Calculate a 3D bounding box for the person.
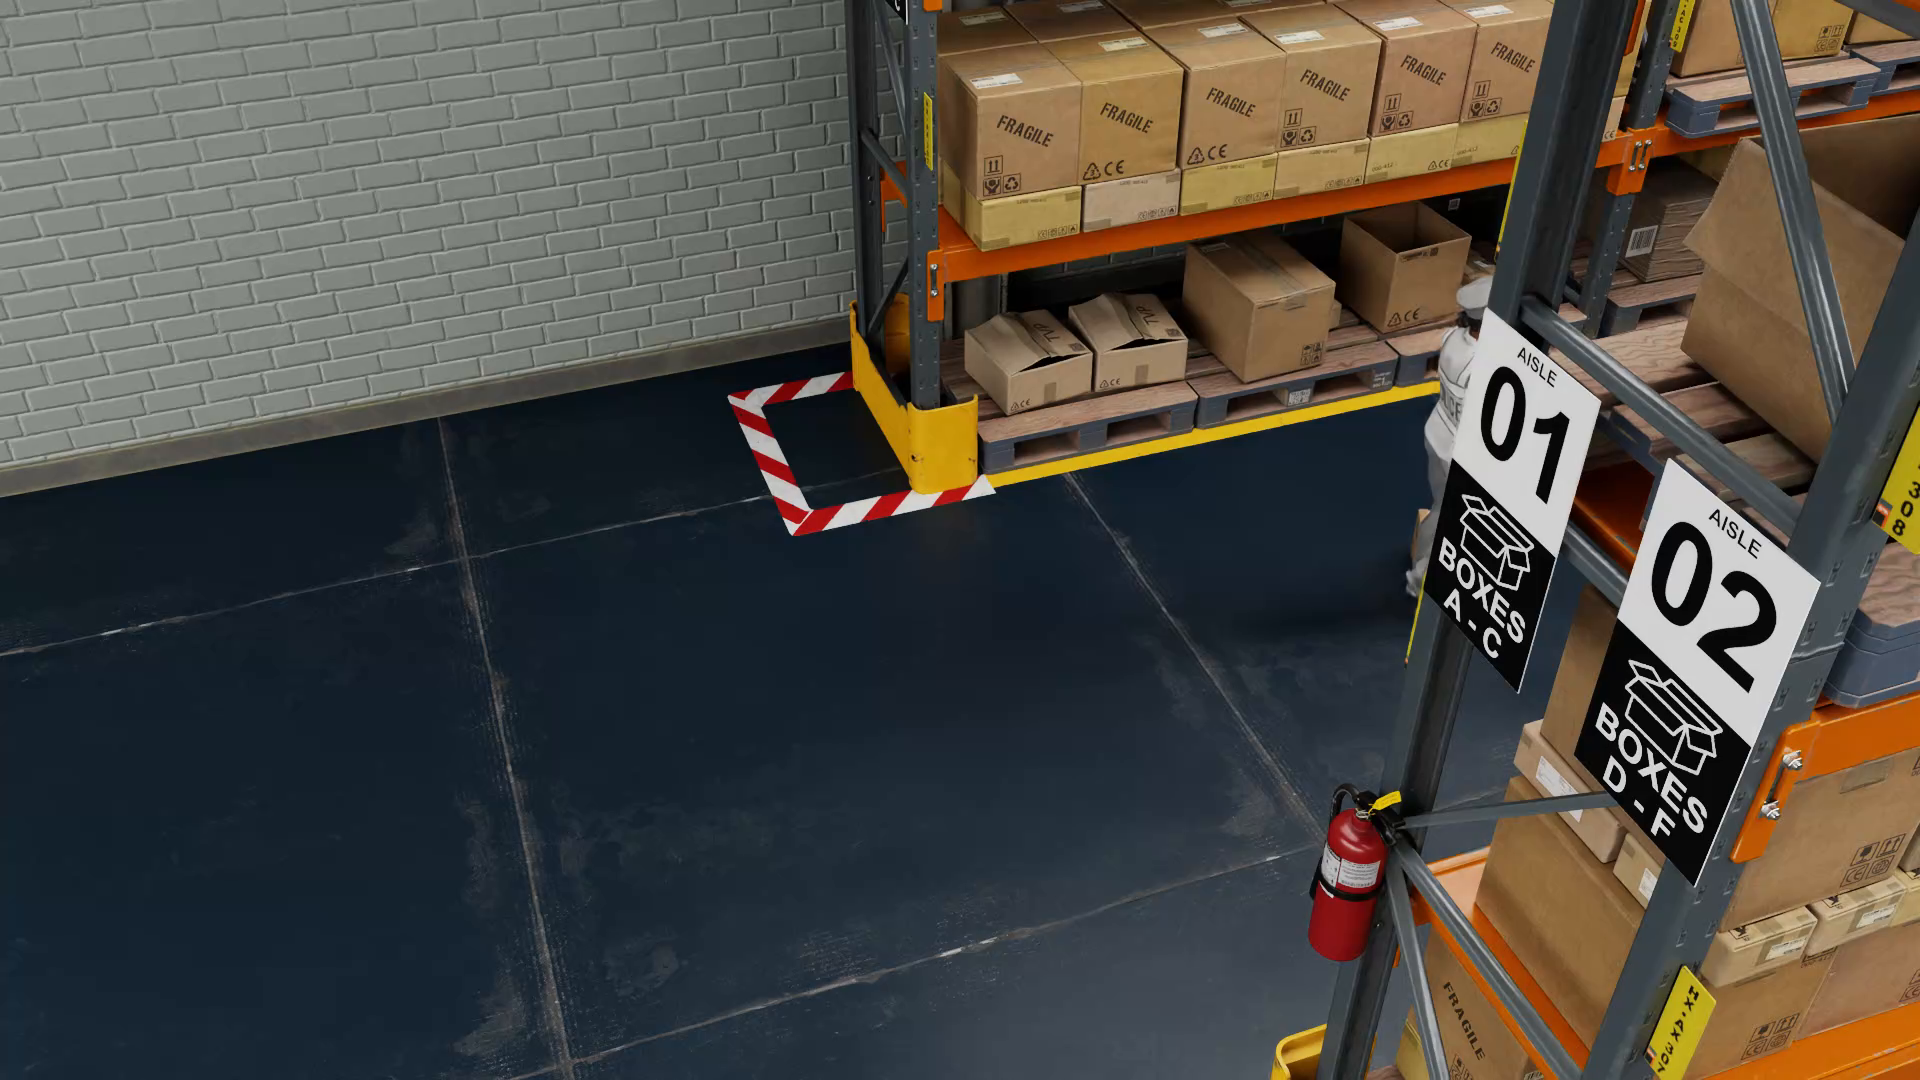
[{"bbox_3d":[2.219,-0.382,7.221,0.442,1.687,0.456,-7,38,-9],"label":"person"}]
